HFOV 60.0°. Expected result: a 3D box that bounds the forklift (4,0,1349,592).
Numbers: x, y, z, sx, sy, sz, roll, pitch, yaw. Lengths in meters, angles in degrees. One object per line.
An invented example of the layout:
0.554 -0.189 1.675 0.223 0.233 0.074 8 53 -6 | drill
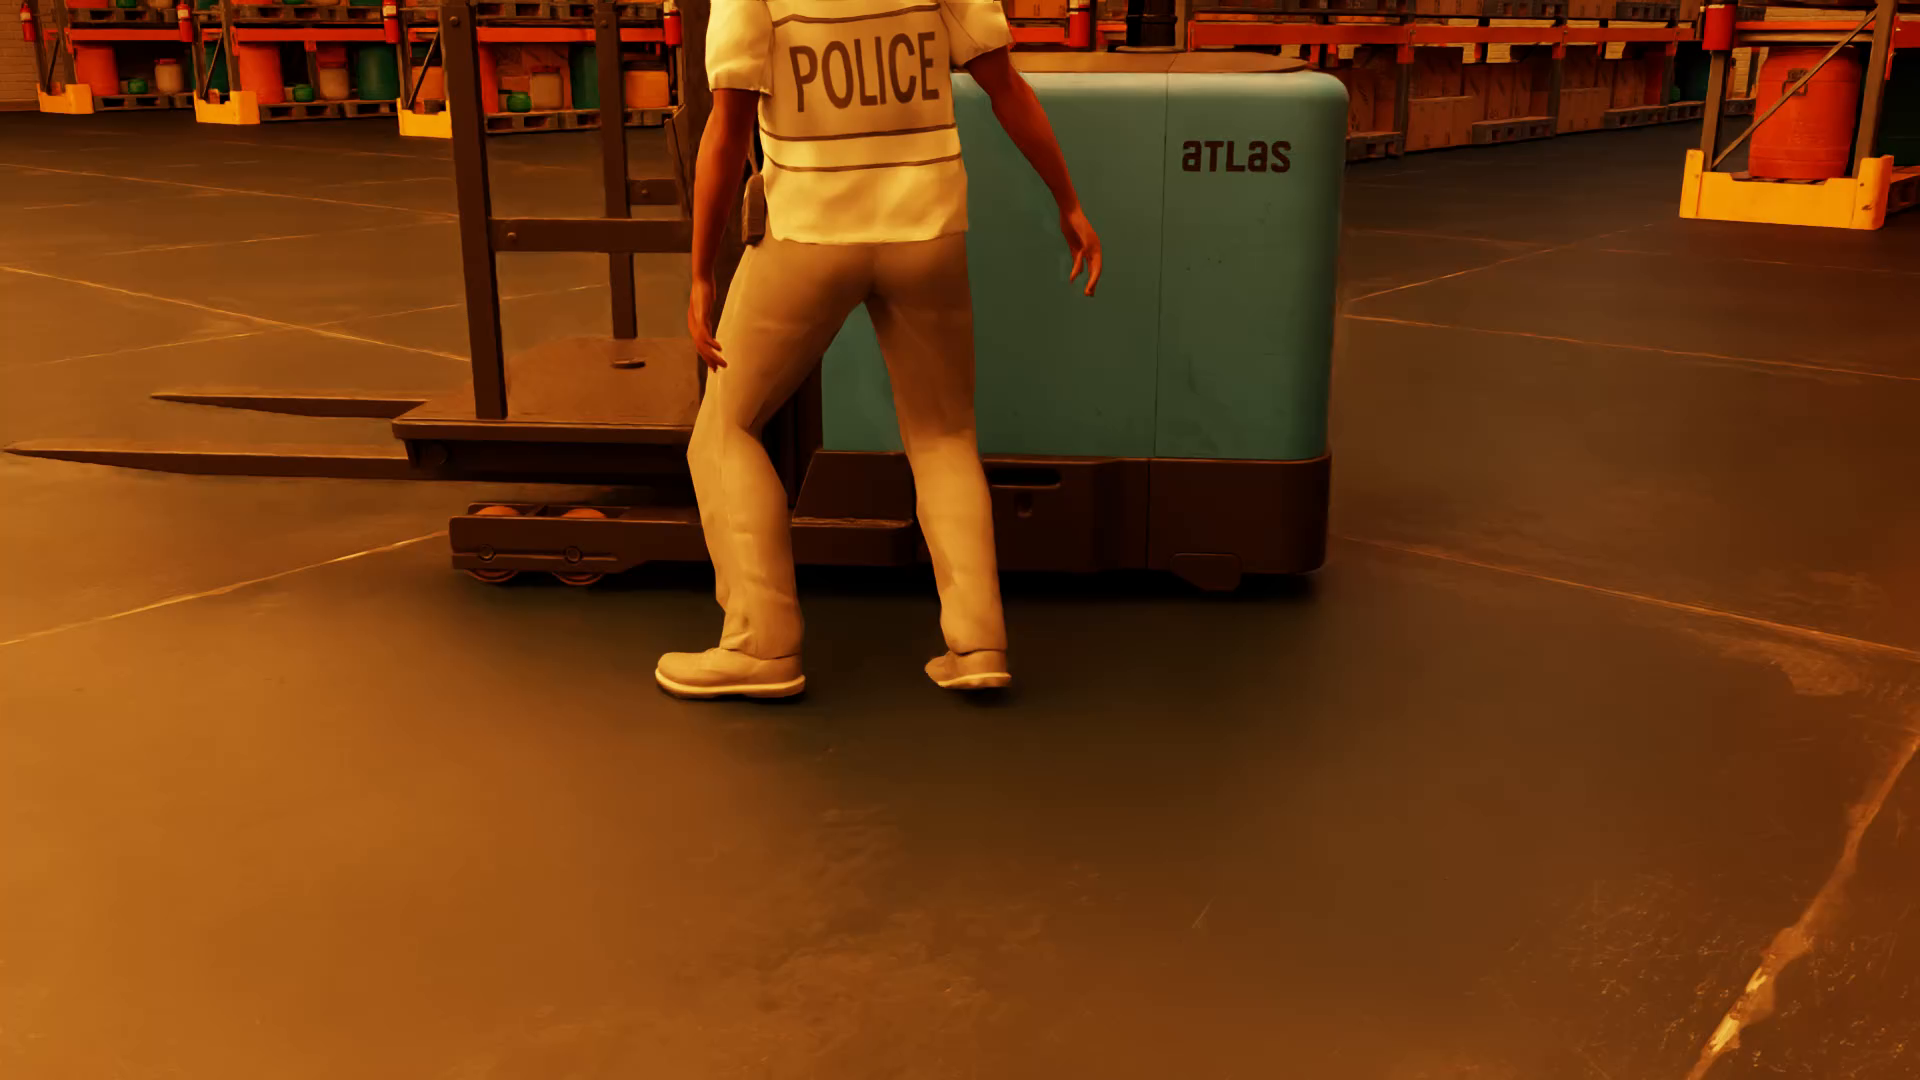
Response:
-0.689 -1.454 3.684 3.031 2.935 1.130 2 17 5 | forklift

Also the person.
-0.151 -0.493 2.897 0.817 1.635 0.455 -5 18 -17 | person
